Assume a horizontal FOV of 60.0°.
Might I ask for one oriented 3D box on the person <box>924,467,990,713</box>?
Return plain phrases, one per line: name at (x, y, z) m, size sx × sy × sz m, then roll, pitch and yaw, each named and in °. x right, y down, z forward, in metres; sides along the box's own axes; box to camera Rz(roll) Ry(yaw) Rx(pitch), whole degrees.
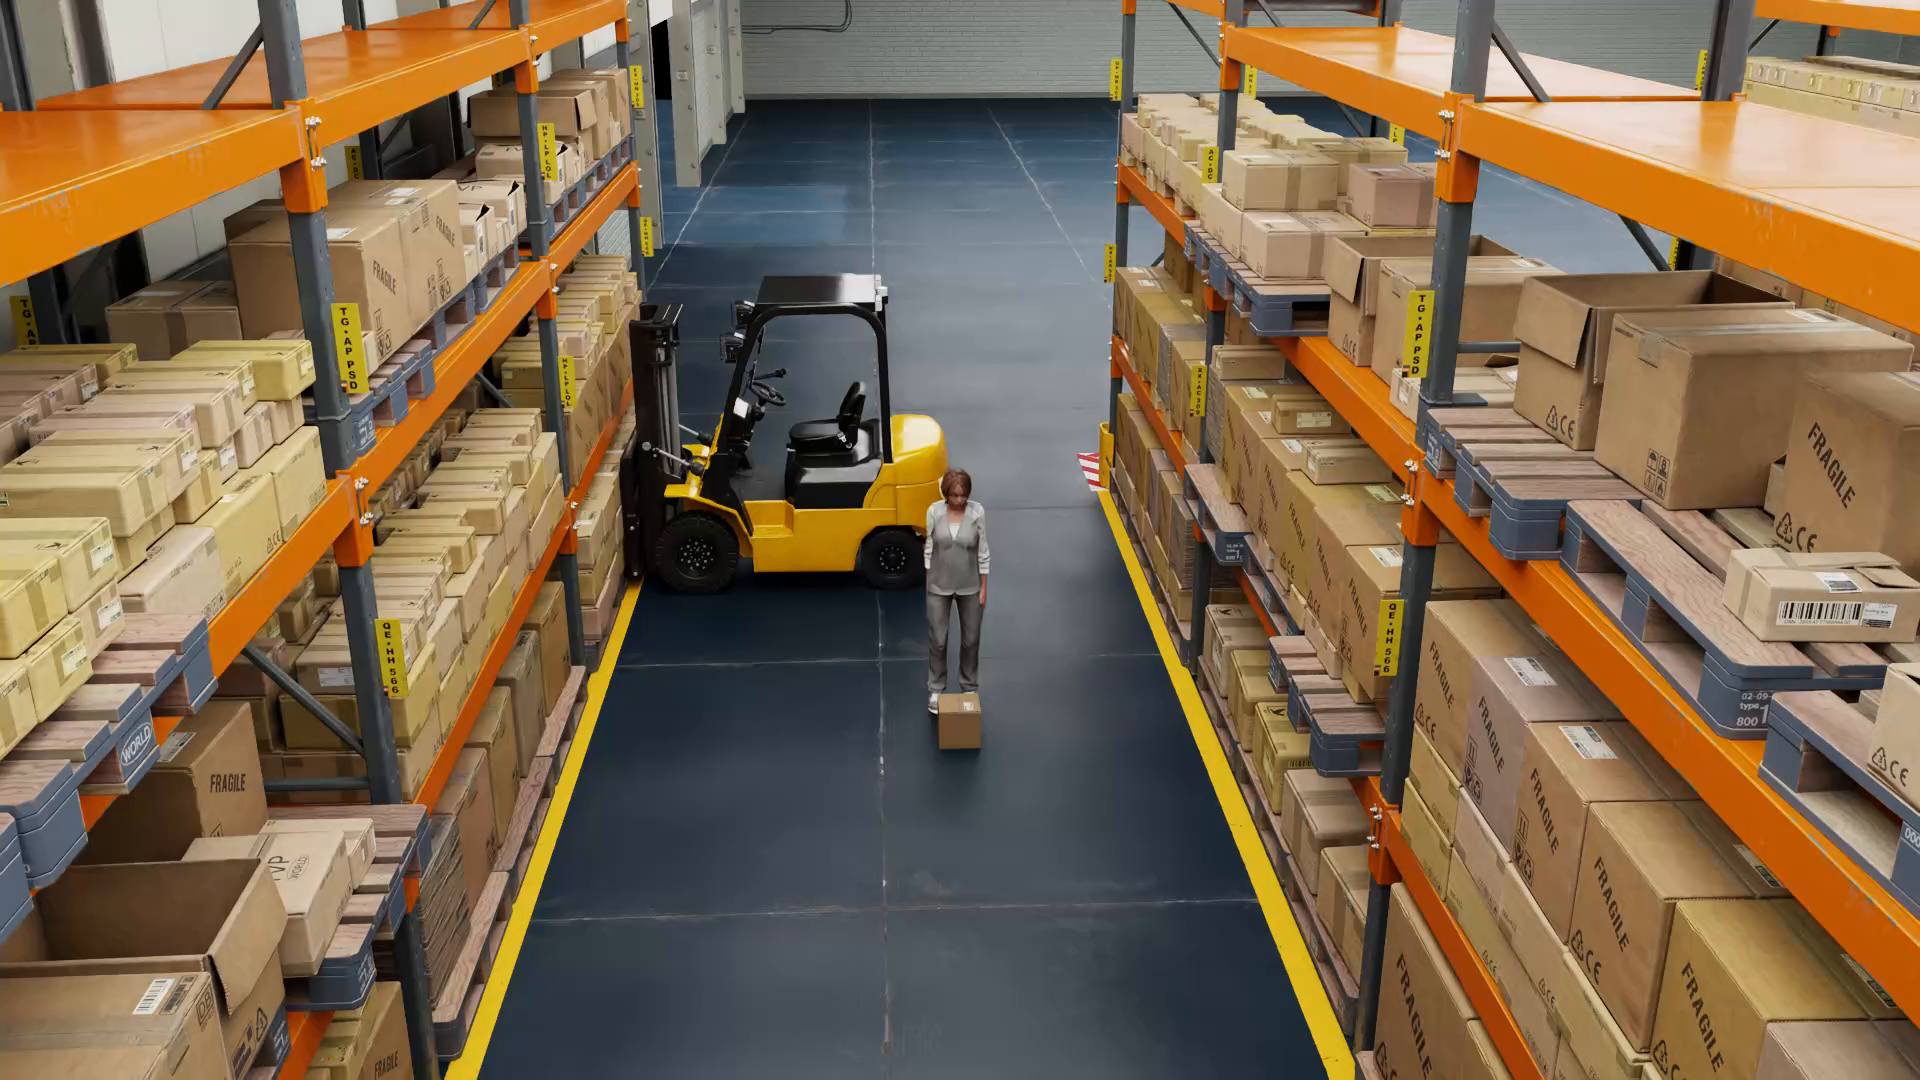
person at (-0.016, 0.313, 10.287) m, size 0.407 × 1.586 × 0.300 m, roll -1°, pitch 21°, yaw -2°
